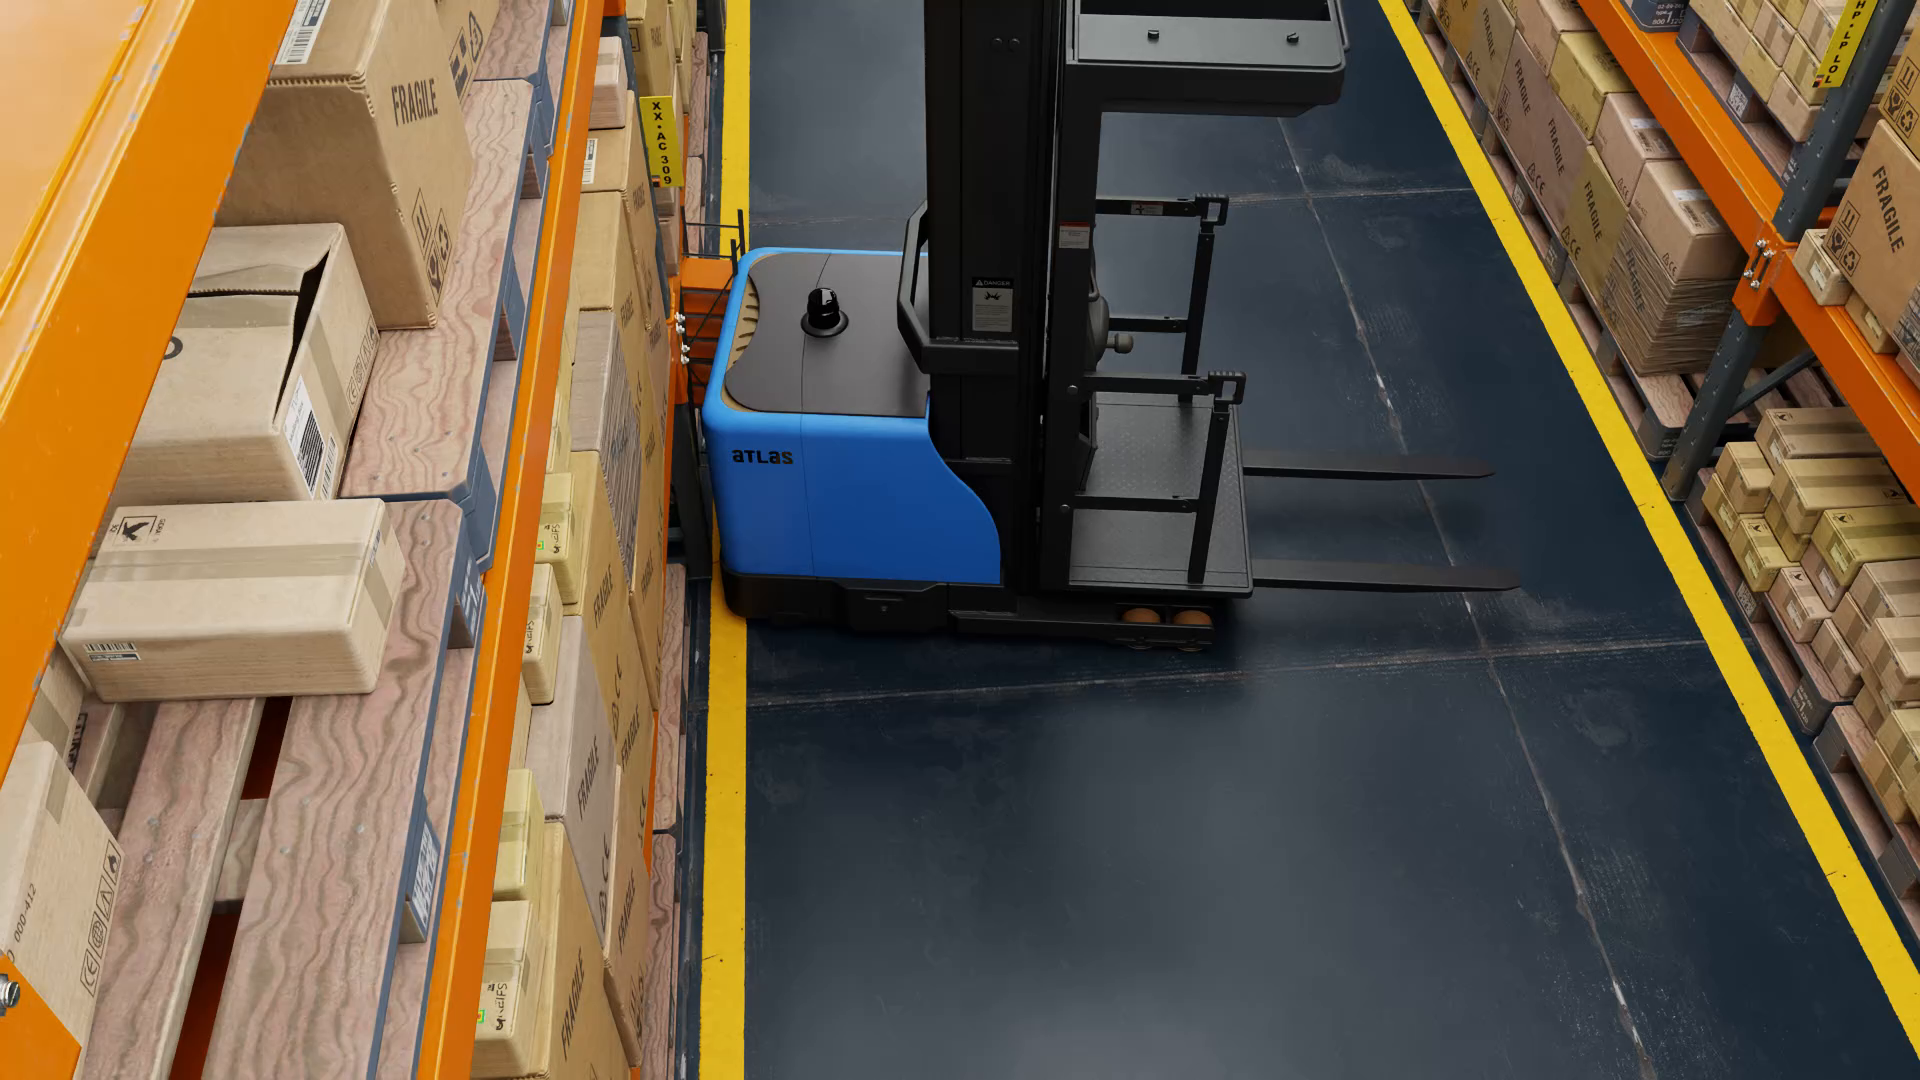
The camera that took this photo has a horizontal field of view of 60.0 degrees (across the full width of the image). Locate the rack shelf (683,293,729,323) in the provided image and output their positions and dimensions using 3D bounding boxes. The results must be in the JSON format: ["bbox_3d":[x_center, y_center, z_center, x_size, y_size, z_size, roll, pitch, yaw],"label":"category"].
[{"bbox_3d":[-0.955,-0.906,6.467,0.258,0.103,0.180,4,48,0],"label":"rack shelf"}]

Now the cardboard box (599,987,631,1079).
[{"bbox_3d":[-0.976,1.245,3.436,0.500,0.500,0.500,-4,47,-4],"label":"cardboard box"}]

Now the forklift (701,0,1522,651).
[{"bbox_3d":[0.628,-0.983,5.662,3.031,2.935,1.130,2,47,2],"label":"forklift"}]

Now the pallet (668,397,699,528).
[{"bbox_3d":[-1.626,-0.481,7.060,1.003,0.211,1.213,-3,47,-3],"label":"pallet"}]

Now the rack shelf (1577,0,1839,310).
[{"bbox_3d":[3.270,-2.460,7.509,1.077,0.370,4.000,-3,47,-3],"label":"rack shelf"}]

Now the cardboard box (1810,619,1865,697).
[{"bbox_3d":[3.314,0.409,5.971,0.380,0.149,0.250,-4,47,-4],"label":"cardboard box"}]

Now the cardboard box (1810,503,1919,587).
[{"bbox_3d":[3.294,0.016,5.933,0.380,0.149,0.250,-4,47,-4],"label":"cardboard box"}]

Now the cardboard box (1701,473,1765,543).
[{"bbox_3d":[3.148,-0.141,6.492,0.380,0.149,0.250,-5,47,-5],"label":"cardboard box"}]

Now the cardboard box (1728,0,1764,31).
[{"bbox_3d":[3.166,-2.066,6.320,0.380,0.149,0.250,-2,47,-2],"label":"cardboard box"}]

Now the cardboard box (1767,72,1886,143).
[{"bbox_3d":[3.207,-1.593,6.077,0.380,0.149,0.250,-4,47,-4],"label":"cardboard box"}]

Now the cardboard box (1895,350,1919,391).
[{"bbox_3d":[3.305,-0.577,5.403,0.380,0.149,0.250,-5,47,-5],"label":"cardboard box"}]

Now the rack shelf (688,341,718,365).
[{"bbox_3d":[-0.965,-0.745,6.644,0.258,0.103,0.180,4,48,0],"label":"rack shelf"}]

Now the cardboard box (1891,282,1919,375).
[{"bbox_3d":[3.276,-0.665,5.040,0.500,0.500,0.500,-3,47,-3],"label":"cardboard box"}]

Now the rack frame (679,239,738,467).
[{"bbox_3d":[-0.968,-0.707,6.550,0.240,1.200,0.006,4,48,0],"label":"rack frame"}]

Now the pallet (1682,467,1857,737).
[{"bbox_3d":[3.529,0.183,6.432,1.003,0.211,1.213,-3,47,-3],"label":"pallet"}]

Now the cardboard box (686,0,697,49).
[{"bbox_3d":[-1.365,-2.277,6.944,0.500,0.250,0.500,-4,47,-4],"label":"cardboard box"}]

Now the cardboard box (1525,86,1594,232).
[{"bbox_3d":[3.043,-1.808,7.828,0.500,0.500,0.500,-4,47,-4],"label":"cardboard box"}]

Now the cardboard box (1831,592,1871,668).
[{"bbox_3d":[3.336,0.303,5.867,0.380,0.149,0.250,-6,47,-5],"label":"cardboard box"}]

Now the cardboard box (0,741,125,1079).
[{"bbox_3d":[-1.279,0.529,1.862,0.500,0.250,0.500,-7,47,-7],"label":"cardboard box"}]

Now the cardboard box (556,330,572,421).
[{"bbox_3d":[-1.100,-0.355,3.816,0.380,0.149,0.250,-4,47,-4],"label":"cardboard box"}]

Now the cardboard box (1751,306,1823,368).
[{"bbox_3d":[3.640,-1.096,7.154,0.500,0.500,0.500,-2,47,-2],"label":"cardboard box"}]

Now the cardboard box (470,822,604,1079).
[{"bbox_3d":[-0.958,0.892,3.082,0.500,0.500,0.500,-5,47,-4],"label":"cardboard box"}]

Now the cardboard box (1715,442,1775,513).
[{"bbox_3d":[3.149,-0.245,6.385,0.380,0.149,0.250,-2,47,-1],"label":"cardboard box"}]

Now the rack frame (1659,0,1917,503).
[{"bbox_3d":[3.438,-1.260,5.877,1.000,3.000,0.127,-3,47,-3],"label":"rack frame"}]

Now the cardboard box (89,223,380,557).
[{"bbox_3d":[-1.227,-0.258,2.565,0.500,0.311,0.500,-3,47,-3],"label":"cardboard box"}]

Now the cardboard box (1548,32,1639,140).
[{"bbox_3d":[3.035,-2.080,7.570,0.500,0.250,0.500,-5,47,-5],"label":"cardboard box"}]

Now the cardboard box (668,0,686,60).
[{"bbox_3d":[-1.330,-2.084,6.417,0.500,0.250,0.500,-3,47,-3],"label":"cardboard box"}]

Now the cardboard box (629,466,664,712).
[{"bbox_3d":[-1.088,0.135,4.488,0.500,0.500,0.500,-4,47,-4],"label":"cardboard box"}]

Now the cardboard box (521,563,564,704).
[{"bbox_3d":[-1.000,0.194,3.296,0.380,0.149,0.250,-3,47,-3],"label":"cardboard box"}]

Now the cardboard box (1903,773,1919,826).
[{"bbox_3d":[3.289,0.869,5.330,0.380,0.149,0.250,-3,47,-3],"label":"cardboard box"}]

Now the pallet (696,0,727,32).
[{"bbox_3d":[-1.885,-3.387,9.812,1.003,0.211,1.213,-3,47,-3],"label":"pallet"}]

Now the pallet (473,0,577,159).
[{"bbox_3d":[-1.429,-1.294,3.905,1.003,0.211,1.213,-3,47,-3],"label":"pallet"}]

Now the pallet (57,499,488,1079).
[{"bbox_3d":[-1.224,0.471,2.233,1.003,0.211,1.213,-3,47,-3],"label":"pallet"}]

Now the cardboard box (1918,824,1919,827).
[{"bbox_3d":[3.395,0.981,5.430,0.380,0.149,0.250,-2,47,-2],"label":"cardboard box"}]

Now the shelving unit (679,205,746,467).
[{"bbox_3d":[-0.963,-0.775,6.612,0.258,1.200,0.189,4,48,0],"label":"shelving unit"}]

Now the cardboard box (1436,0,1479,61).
[{"bbox_3d":[2.908,-2.912,8.874,0.500,0.500,0.500,-5,47,-5],"label":"cardboard box"}]

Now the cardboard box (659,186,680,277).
[{"bbox_3d":[-1.260,-1.169,5.894,0.500,0.250,0.500,-4,47,-4],"label":"cardboard box"}]

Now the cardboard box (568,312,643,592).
[{"bbox_3d":[-1.086,-0.204,4.120,0.500,0.500,0.500,-3,47,-3],"label":"cardboard box"}]

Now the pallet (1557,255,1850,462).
[{"bbox_3d":[3.371,-0.864,7.423,1.003,0.211,1.213,-3,47,-3],"label":"pallet"}]

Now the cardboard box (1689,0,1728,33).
[{"bbox_3d":[3.145,-2.143,6.597,0.380,0.149,0.250,-6,47,-5],"label":"cardboard box"}]

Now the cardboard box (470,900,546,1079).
[{"bbox_3d":[-0.906,0.753,2.767,0.380,0.149,0.250,-2,47,-2],"label":"cardboard box"}]

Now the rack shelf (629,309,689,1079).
[{"bbox_3d":[-1.319,0.808,4.414,1.077,0.370,4.000,-3,47,-3],"label":"rack shelf"}]

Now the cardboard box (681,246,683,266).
[{"bbox_3d":[-1.702,-1.397,7.181,0.875,0.875,0.875,-2,47,-2],"label":"cardboard box"}]
